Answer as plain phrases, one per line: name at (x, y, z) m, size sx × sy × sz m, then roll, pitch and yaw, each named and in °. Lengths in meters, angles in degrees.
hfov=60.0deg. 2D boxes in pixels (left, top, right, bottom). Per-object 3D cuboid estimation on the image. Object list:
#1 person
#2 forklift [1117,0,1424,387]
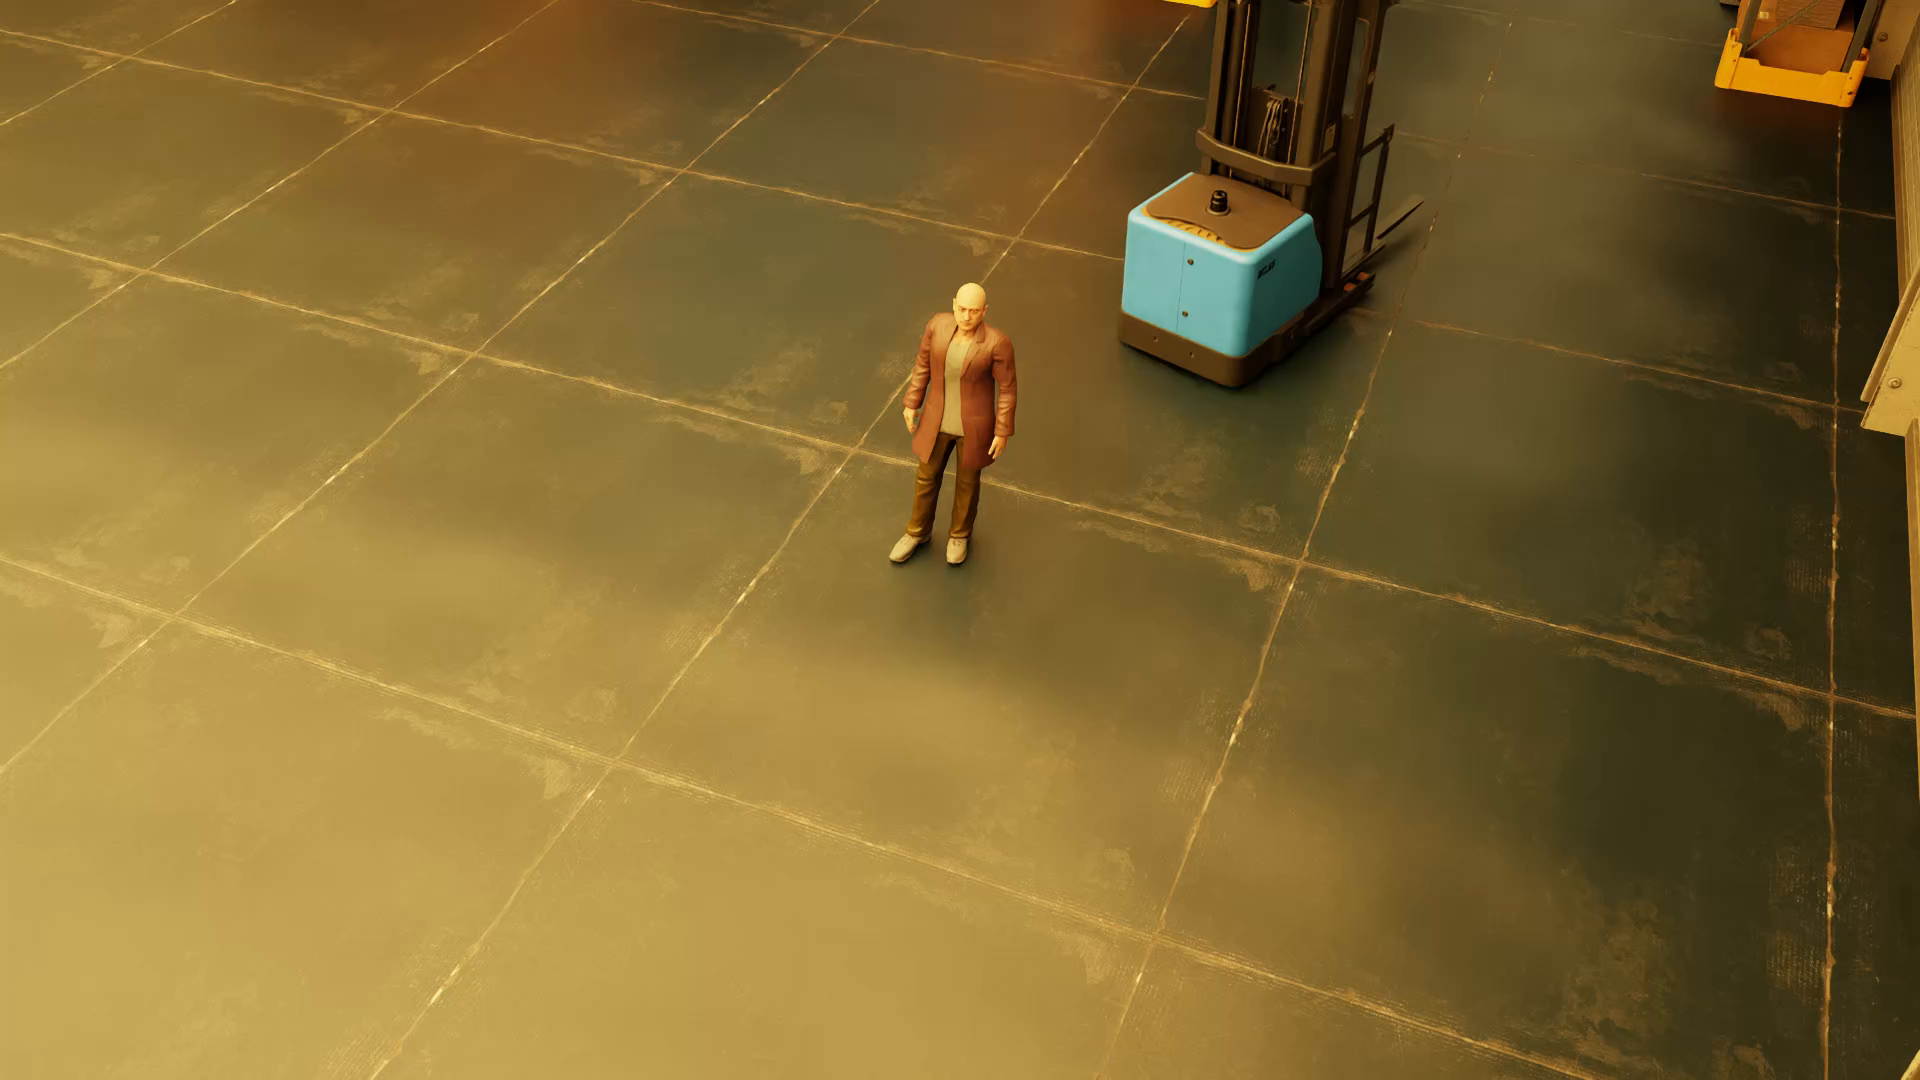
person at (-0.039, -0.633, 9.650) m, size 0.696 × 1.778 × 0.579 m, roll 15°, pitch 42°, yaw 17°
forklift at (2.456, -3.054, 11.655) m, size 1.130 × 2.935 × 3.031 m, roll 28°, pitch 47°, yaw 29°
